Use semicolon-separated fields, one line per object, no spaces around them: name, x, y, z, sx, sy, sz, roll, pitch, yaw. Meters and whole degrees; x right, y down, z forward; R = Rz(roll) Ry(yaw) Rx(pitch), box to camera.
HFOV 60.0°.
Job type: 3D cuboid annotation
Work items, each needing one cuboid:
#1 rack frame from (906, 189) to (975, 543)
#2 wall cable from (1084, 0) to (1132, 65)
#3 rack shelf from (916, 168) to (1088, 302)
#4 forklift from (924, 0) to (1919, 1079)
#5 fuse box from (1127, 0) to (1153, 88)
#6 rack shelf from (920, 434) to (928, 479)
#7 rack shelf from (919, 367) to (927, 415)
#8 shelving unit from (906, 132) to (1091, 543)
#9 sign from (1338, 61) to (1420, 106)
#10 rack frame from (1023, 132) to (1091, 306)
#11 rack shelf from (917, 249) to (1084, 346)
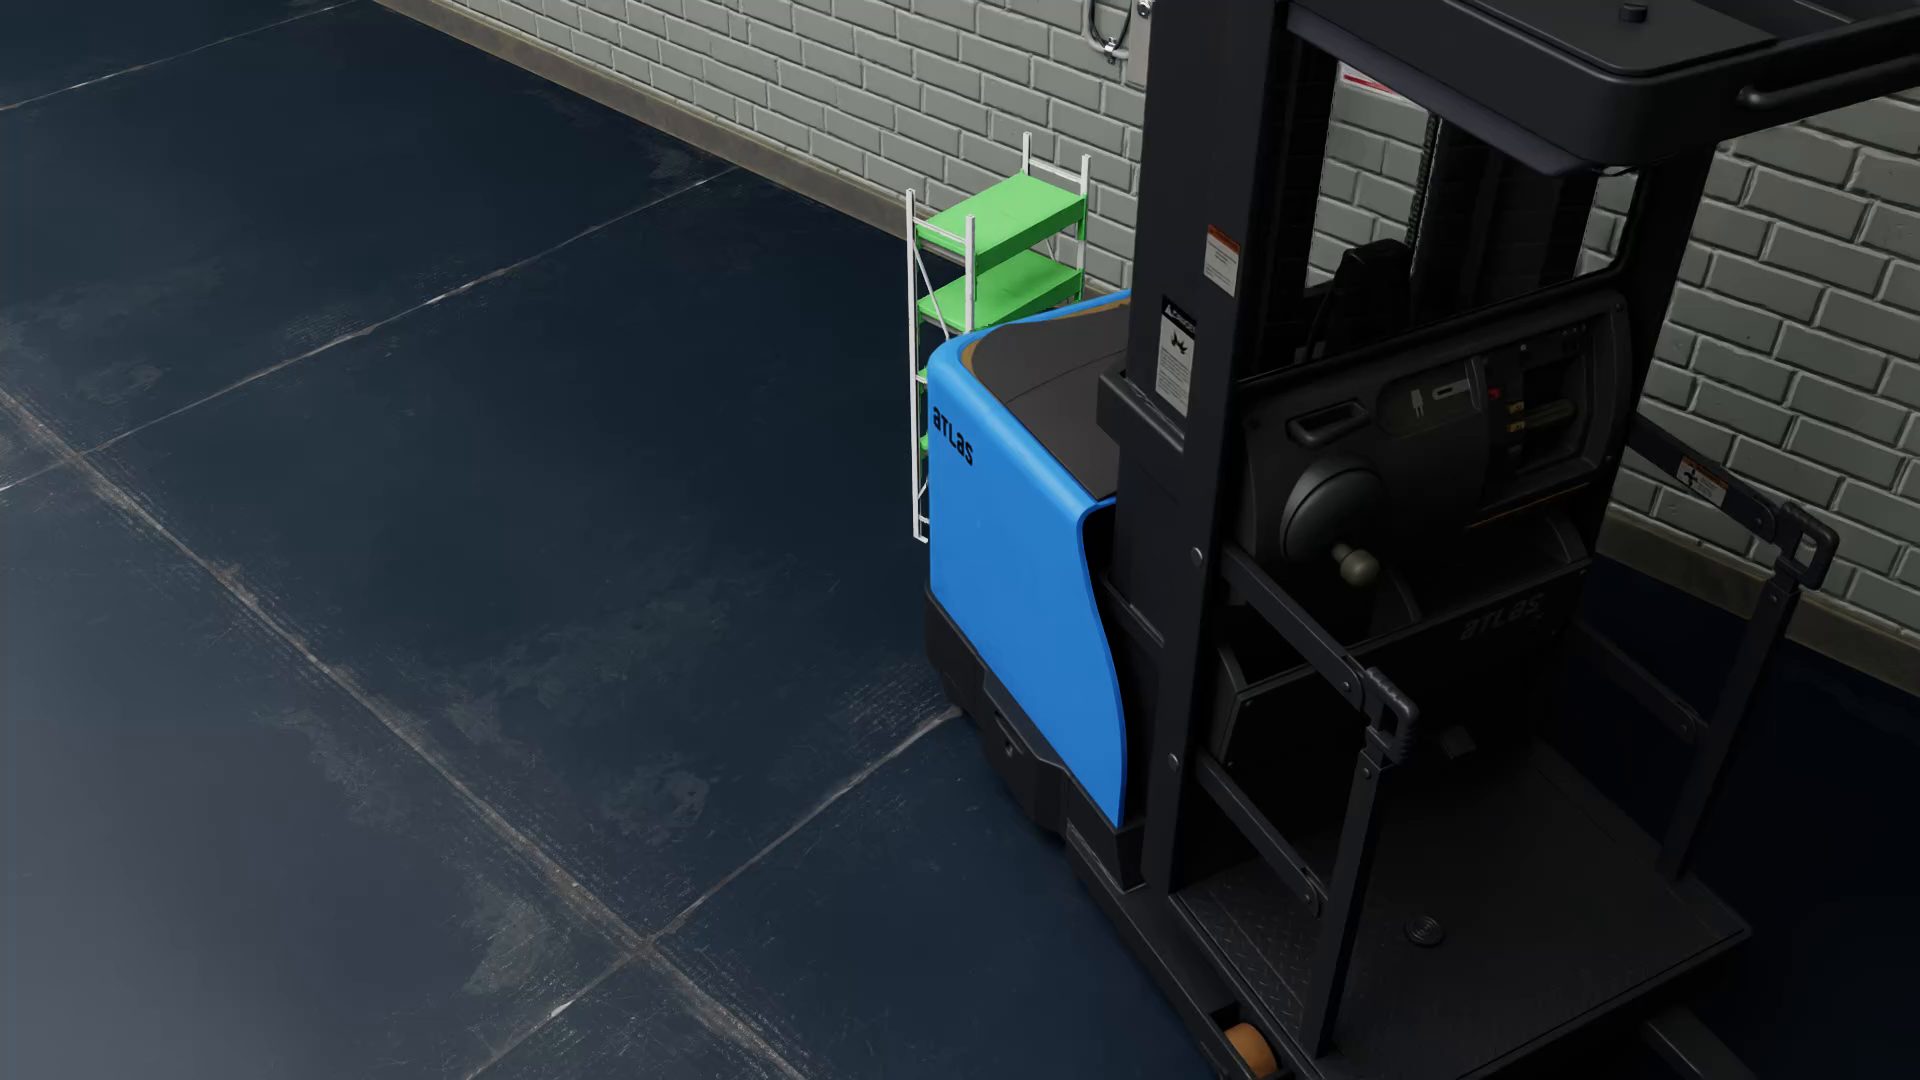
rack frame;-0.053;-0.434;4.831;0.240;1.200;0.015;30;47;32
wall cable;0.375;-2.435;5.085;0.588;1.984;0.122;30;47;32
rack shelf;0.112;-0.871;4.713;0.258;0.148;0.480;30;47;32
forklift;1.031;-0.124;3.051;1.130;2.935;3.031;-18;42;-21
fuse box;0.773;-1.174;5.351;0.539;1.711;0.414;30;47;32
rack shelf;0.112;-0.308;5.161;0.258;0.148;0.480;30;47;32
rack shelf;0.112;-0.496;5.012;0.258;0.148;0.480;30;47;32
shelving unit;0.112;-0.546;4.972;0.258;1.200;0.503;30;47;32
sign;1.277;-1.529;4.839;0.329;0.494;0.001;30;47;32
rack frame;0.276;-0.658;5.113;0.240;1.200;0.015;30;47;32
rack shelf;0.112;-0.684;4.863;0.258;0.148;0.480;30;47;32
